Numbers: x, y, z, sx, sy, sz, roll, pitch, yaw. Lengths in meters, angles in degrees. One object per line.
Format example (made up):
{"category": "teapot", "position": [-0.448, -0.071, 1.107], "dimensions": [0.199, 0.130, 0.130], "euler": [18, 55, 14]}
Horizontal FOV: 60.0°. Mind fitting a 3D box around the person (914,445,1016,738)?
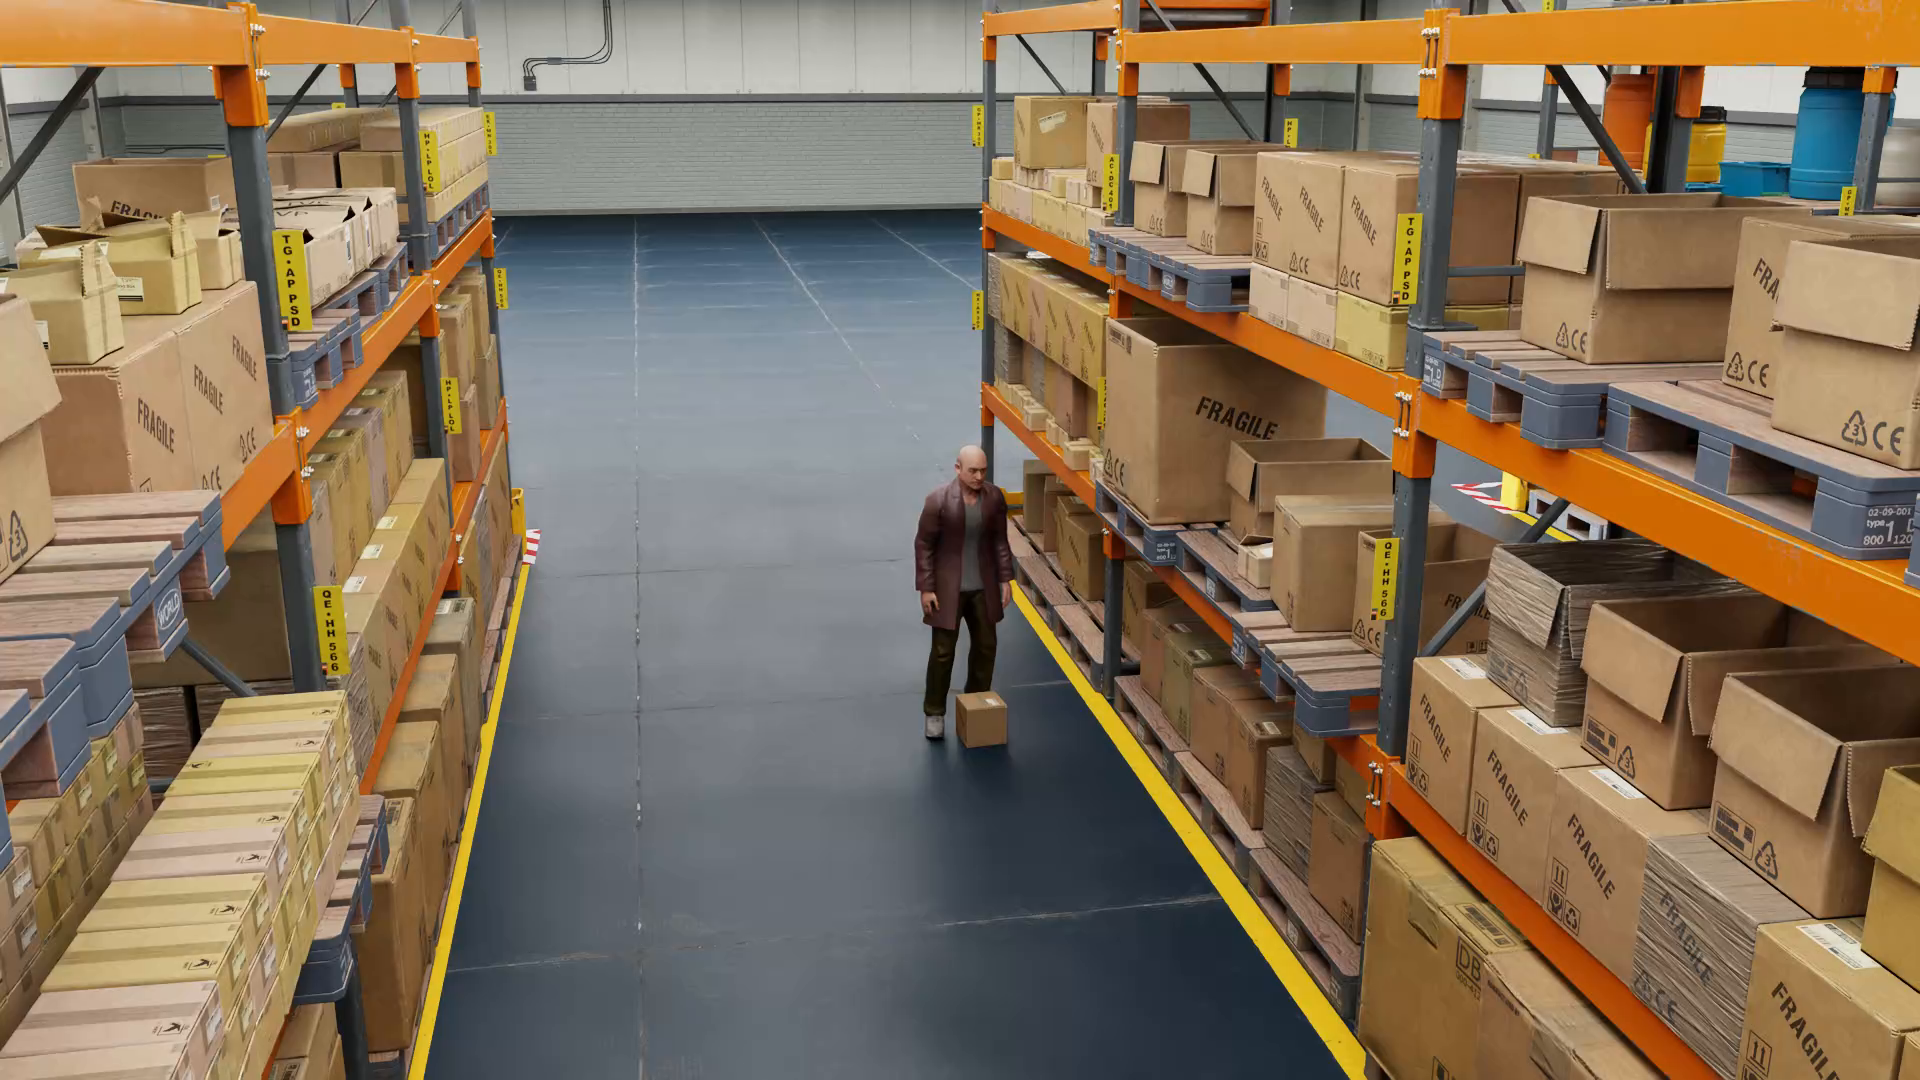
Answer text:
{"category": "person", "position": [0.035, 0.288, 10.065], "dimensions": [0.653, 1.774, 0.427], "euler": [-7, 17, -22]}
